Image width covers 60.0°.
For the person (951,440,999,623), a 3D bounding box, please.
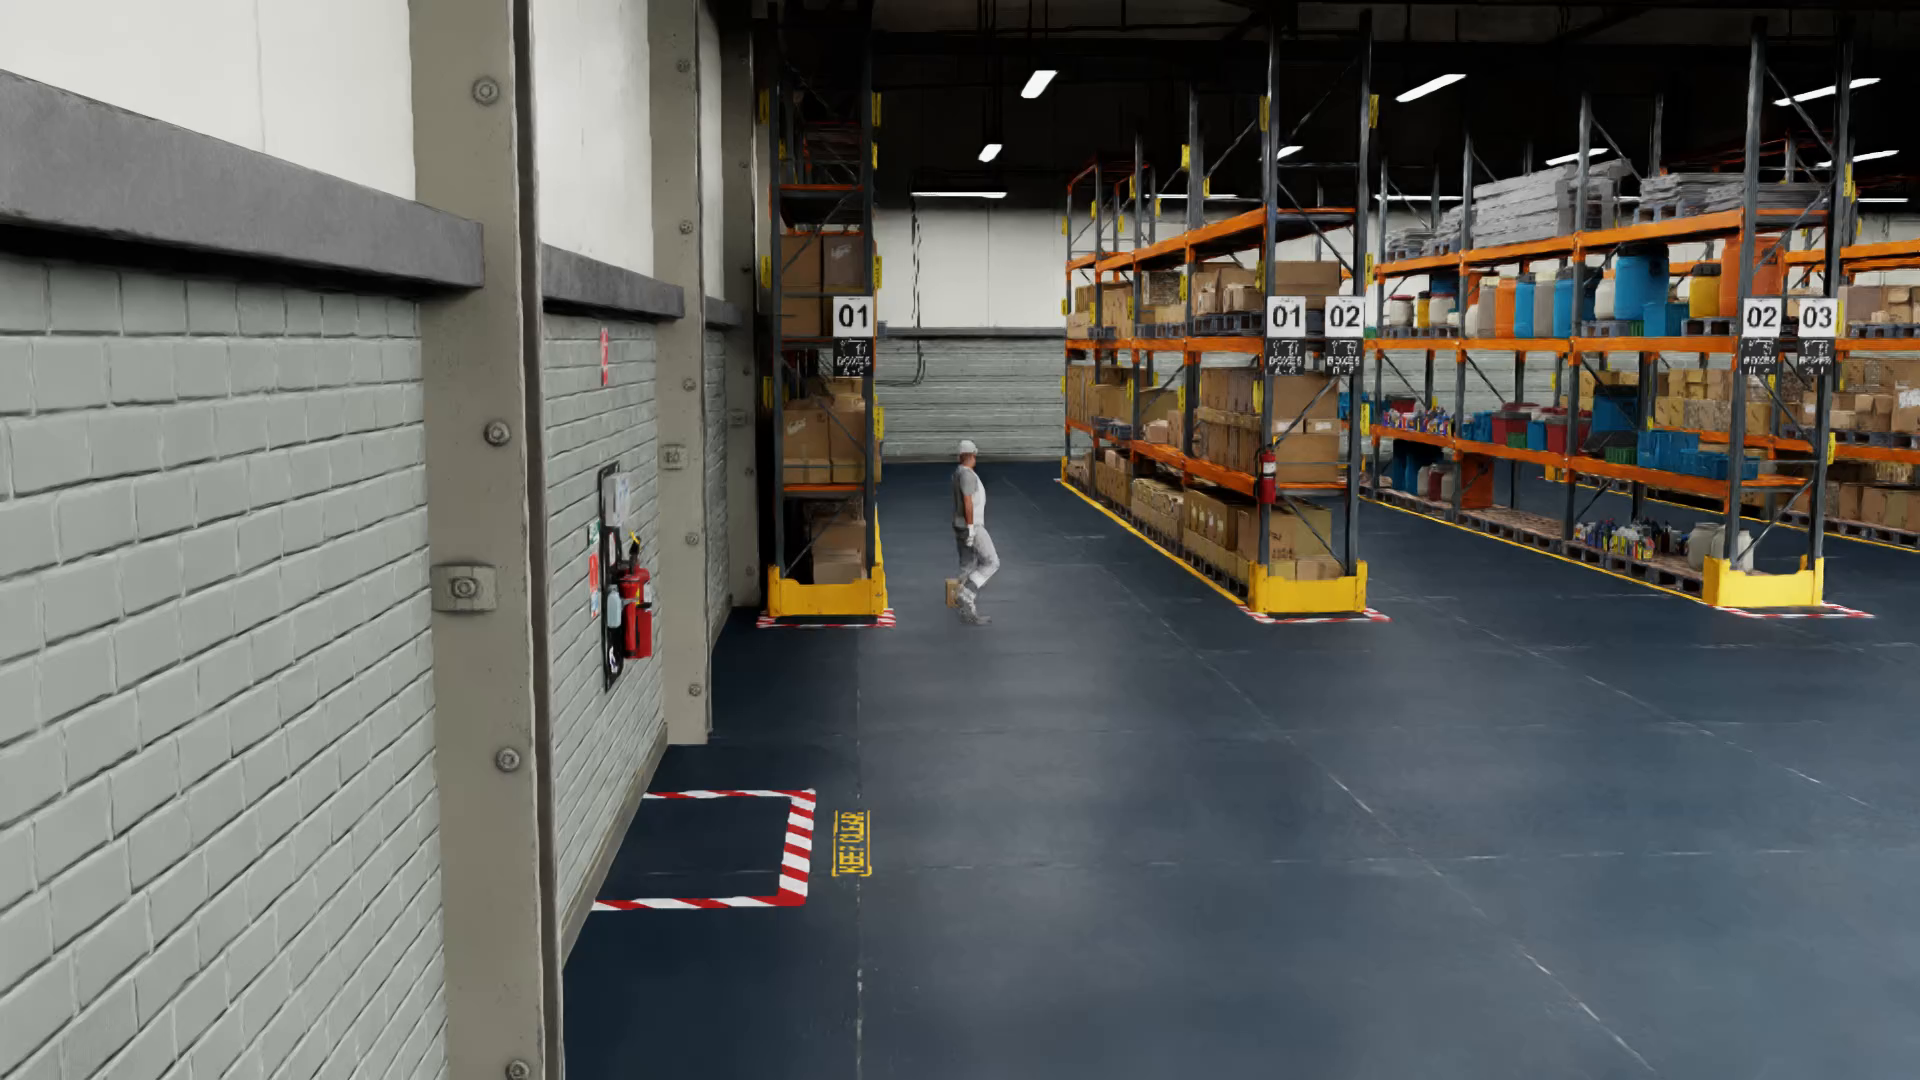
[{"bbox_3d":[0.140,-0.084,16.271,0.453,1.774,0.729,-1,7,-7],"label":"person"}]
